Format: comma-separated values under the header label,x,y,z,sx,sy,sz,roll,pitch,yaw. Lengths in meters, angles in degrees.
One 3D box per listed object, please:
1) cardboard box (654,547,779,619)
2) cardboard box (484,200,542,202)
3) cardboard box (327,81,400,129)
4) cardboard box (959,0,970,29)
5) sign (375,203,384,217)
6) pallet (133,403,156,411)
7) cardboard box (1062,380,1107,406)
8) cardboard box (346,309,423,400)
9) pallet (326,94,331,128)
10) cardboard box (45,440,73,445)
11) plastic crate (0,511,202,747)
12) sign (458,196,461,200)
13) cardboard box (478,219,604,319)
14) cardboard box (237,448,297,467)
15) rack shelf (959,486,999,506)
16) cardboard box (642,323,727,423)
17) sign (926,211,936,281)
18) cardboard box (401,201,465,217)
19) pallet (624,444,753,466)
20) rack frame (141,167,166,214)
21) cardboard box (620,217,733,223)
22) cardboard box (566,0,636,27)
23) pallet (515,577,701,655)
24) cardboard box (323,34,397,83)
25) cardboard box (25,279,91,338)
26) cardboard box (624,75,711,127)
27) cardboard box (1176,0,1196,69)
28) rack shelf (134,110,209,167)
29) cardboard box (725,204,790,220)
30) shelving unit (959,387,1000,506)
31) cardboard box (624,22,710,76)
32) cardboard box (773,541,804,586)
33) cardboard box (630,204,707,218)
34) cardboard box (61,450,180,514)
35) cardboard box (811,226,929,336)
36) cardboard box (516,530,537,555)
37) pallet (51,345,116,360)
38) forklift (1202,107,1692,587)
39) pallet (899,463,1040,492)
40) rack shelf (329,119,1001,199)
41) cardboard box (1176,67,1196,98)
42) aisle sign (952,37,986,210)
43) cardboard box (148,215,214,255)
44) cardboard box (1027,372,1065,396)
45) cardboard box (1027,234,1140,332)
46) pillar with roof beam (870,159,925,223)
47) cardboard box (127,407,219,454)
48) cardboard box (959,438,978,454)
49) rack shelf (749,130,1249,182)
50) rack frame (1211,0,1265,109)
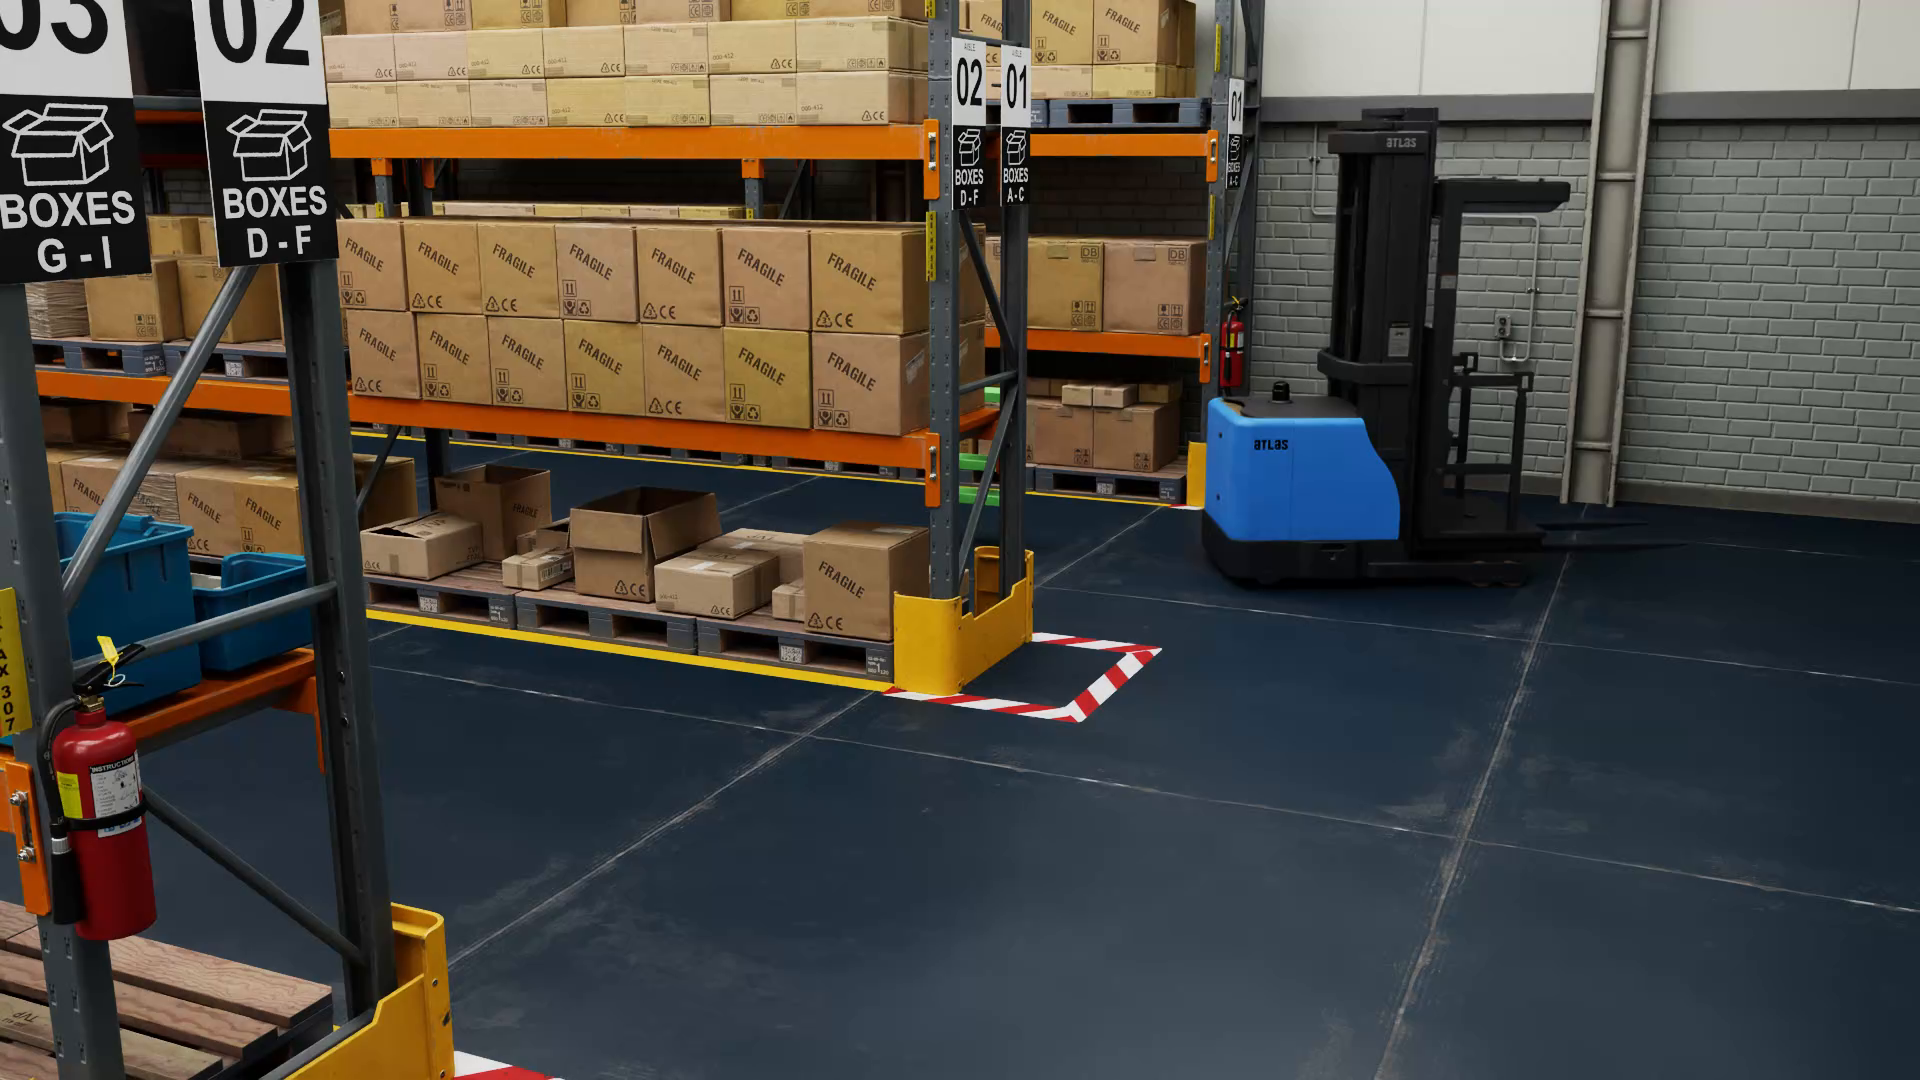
label,x,y,z,sx,sy,sz,roll,pitch,yaw
cardboard box,-1.347,0.234,9.249,0.500,0.250,0.500,6,14,23
cardboard box,-4.214,-3.105,15.866,0.500,0.250,0.500,5,14,21
cardboard box,-3.207,-2.459,9.429,0.500,0.250,0.500,6,14,23
cardboard box,-0.084,-3.993,13.189,0.500,0.500,0.500,6,14,24
sign,-5.417,-2.984,15.545,0.005,0.325,0.100,6,14,23
pallet,-8.150,-1.514,17.745,1.213,0.211,1.003,6,14,23
cardboard box,1.003,-1.177,13.339,0.250,0.149,0.380,6,15,25
cardboard box,-3.196,-1.113,9.711,0.500,0.500,0.500,6,15,25
pallet,-4.119,-2.612,10.165,1.003,0.211,1.213,6,14,23
cardboard box,-6.258,-0.498,11.819,0.500,0.500,0.500,6,15,25
plastic crate,-2.286,0.198,4.136,0.499,0.435,0.616,6,14,23
sign,-4.984,-3.253,16.518,0.005,0.325,0.100,6,14,23
cardboard box,-2.293,-1.506,9.198,0.500,0.500,0.500,5,14,22
cardboard box,-4.387,-0.308,11.010,0.500,0.500,0.500,6,14,24
rack shelf,0.151,-0.273,11.622,0.480,0.148,0.258,6,14,23
cardboard box,-1.343,-0.926,8.915,0.500,0.500,0.500,6,14,24
sign,-0.137,-1.401,7.935,0.005,0.325,0.100,6,14,23
cardboard box,-4.868,-3.043,15.601,0.500,0.250,0.500,6,15,25
pallet,-2.284,-0.901,15.133,1.213,0.211,1.003,6,14,23
rack frame,-8.863,-2.943,17.732,0.127,3.000,1.000,6,14,23
cardboard box,-1.594,-1.570,9.474,0.500,0.500,0.500,6,14,23
cardboard box,-1.713,-2.991,8.963,0.500,0.500,0.700,6,14,23
pallet,-1.804,0.366,9.734,1.213,0.211,1.003,6,14,23
cardboard box,-3.207,-2.702,9.371,0.500,0.250,0.500,6,14,23
cardboard box,-5.828,-1.632,11.006,0.500,0.500,0.700,9,16,34
cardboard box,-1.386,-2.270,8.624,0.500,0.250,0.500,6,14,23
cardboard box,1.539,-3.956,13.032,0.500,0.500,0.500,5,14,21
rack shelf,-3.732,-1.059,4.710,4.000,0.370,1.077,6,14,23
cardboard box,-1.863,-2.868,14.857,0.500,0.250,0.500,6,15,25
shelving unit,0.151,-0.569,11.553,0.503,1.200,0.258,6,14,23
cardboard box,-1.380,-2.516,8.579,0.500,0.250,0.500,6,14,23
cardboard box,-0.733,0.171,9.517,0.500,0.250,0.500,6,14,23
cardboard box,-2.542,-2.810,14.611,0.500,0.250,0.500,6,15,24
cardboard box,-5.491,-0.292,10.940,0.500,0.500,0.500,5,14,21
cardboard box,-0.412,-1.317,8.394,0.500,0.500,0.500,6,14,23
cardboard box,-2.548,0.021,10.375,0.250,0.149,0.380,6,14,23
pallet,-6.560,-1.397,11.561,1.003,0.211,1.213,6,14,23
forklift,3.178,-1.249,10.662,3.031,2.935,1.130,-1,13,-2
pallet,0.235,-0.646,14.047,1.213,0.211,1.003,6,14,23
rack shelf,-1.723,-2.093,9.117,4.000,0.370,1.077,6,14,23
cardboard box,1.541,-3.592,13.121,0.500,0.250,0.500,7,15,26
aisle sign,0.044,-1.993,7.992,0.004,0.787,0.394,6,14,23
cardboard box,-7.903,-3.099,17.212,0.500,0.500,0.700,7,15,29
cardboard box,0.699,-1.304,13.877,0.250,0.149,0.380,6,14,24
cardboard box,0.969,-2.089,13.435,0.700,0.700,0.980,6,14,23
pillar with roof beam,-2.302,-4.340,10.554,0.400,9.000,9.100,6,14,23
cardboard box,-5.268,-0.765,11.315,0.500,0.250,0.500,5,14,22
cardboard box,0.020,-1.005,14.023,0.500,0.500,0.700,6,15,25
rack shelf,0.280,-3.128,13.528,4.000,0.370,1.077,6,14,23
rack frame,2.109,-4.754,12.315,0.127,3.000,1.000,6,14,23
